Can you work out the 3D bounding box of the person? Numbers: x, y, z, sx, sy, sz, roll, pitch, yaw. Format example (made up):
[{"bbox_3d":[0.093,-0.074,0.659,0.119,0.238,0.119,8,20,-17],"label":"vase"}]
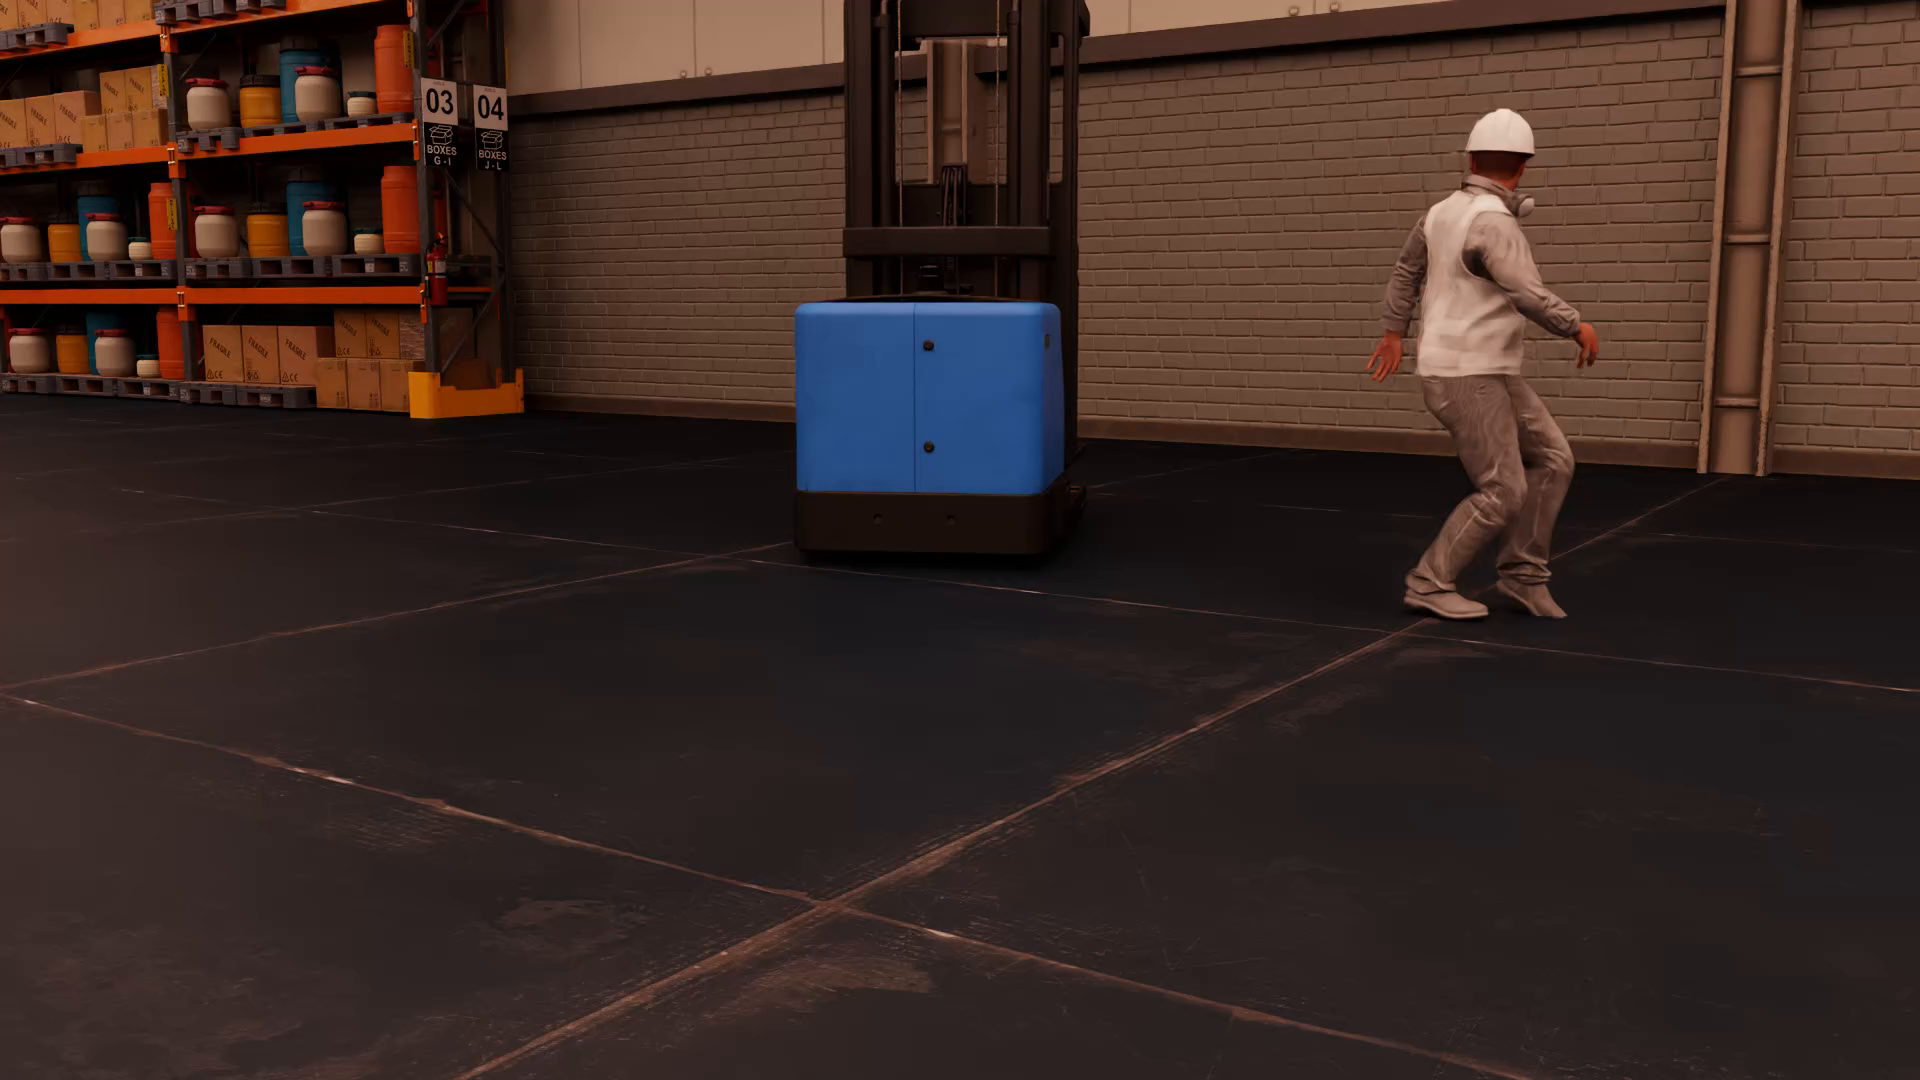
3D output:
[{"bbox_3d":[1.760,-0.559,5.675,0.769,1.769,0.621,3,9,18],"label":"person"}]

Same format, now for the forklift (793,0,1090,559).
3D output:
[{"bbox_3d":[0.042,-1.540,8.025,1.130,2.935,3.031,1,8,8],"label":"forklift"}]
